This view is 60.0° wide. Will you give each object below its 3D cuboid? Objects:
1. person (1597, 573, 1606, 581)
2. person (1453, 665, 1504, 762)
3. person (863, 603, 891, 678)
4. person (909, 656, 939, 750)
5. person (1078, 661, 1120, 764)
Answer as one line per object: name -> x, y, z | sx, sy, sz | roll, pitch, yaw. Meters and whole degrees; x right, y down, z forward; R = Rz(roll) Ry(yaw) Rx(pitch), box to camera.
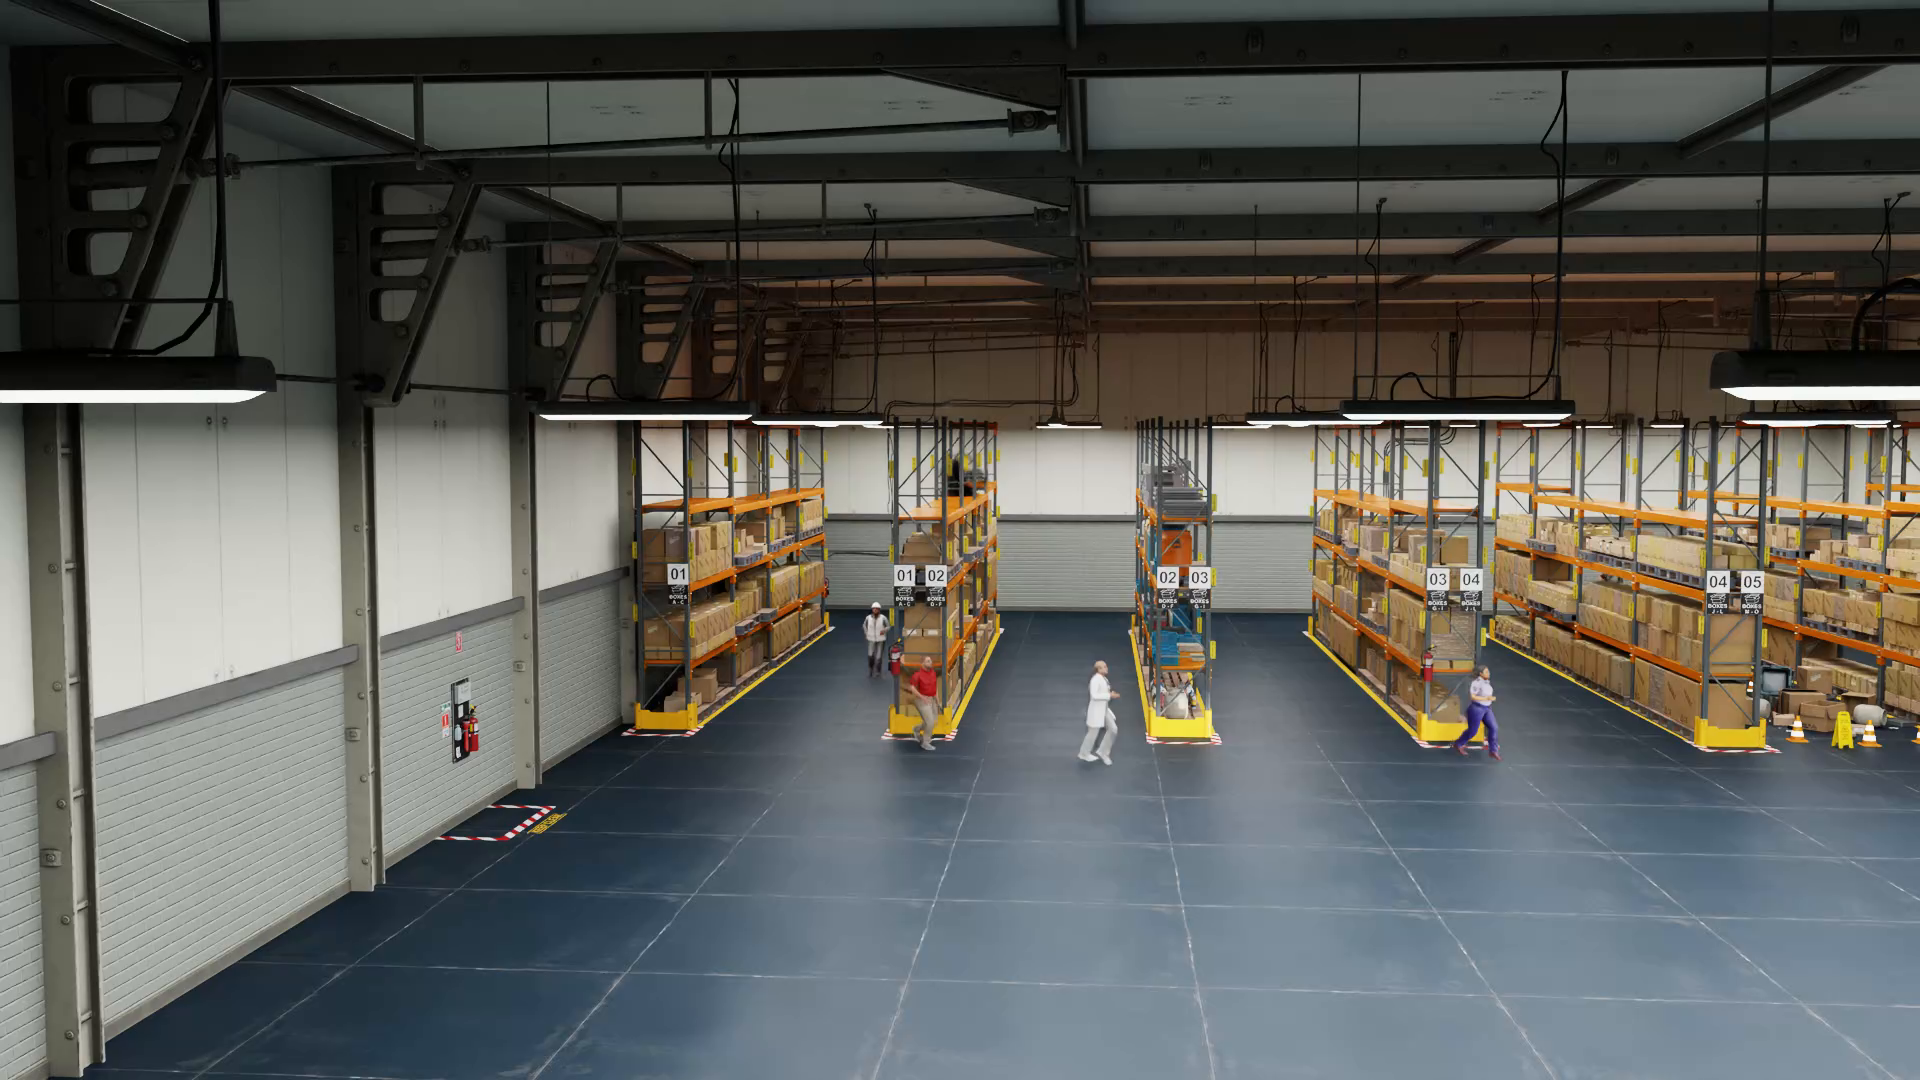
person -> 18.234, 1.799, 47.235 | 0.862, 1.716, 0.556 | 0, 4, 2
person -> 9.055, 3.020, 29.038 | 0.624, 1.684, 0.905 | -3, 5, -42
person -> -1.939, 2.319, 38.548 | 0.661, 1.745, 0.677 | 0, 4, 2
person -> -0.658, 2.924, 30.030 | 0.616, 1.685, 0.687 | 3, 5, 39
person -> 2.391, 2.991, 28.545 | 0.812, 1.837, 0.666 | 2, 4, 28
